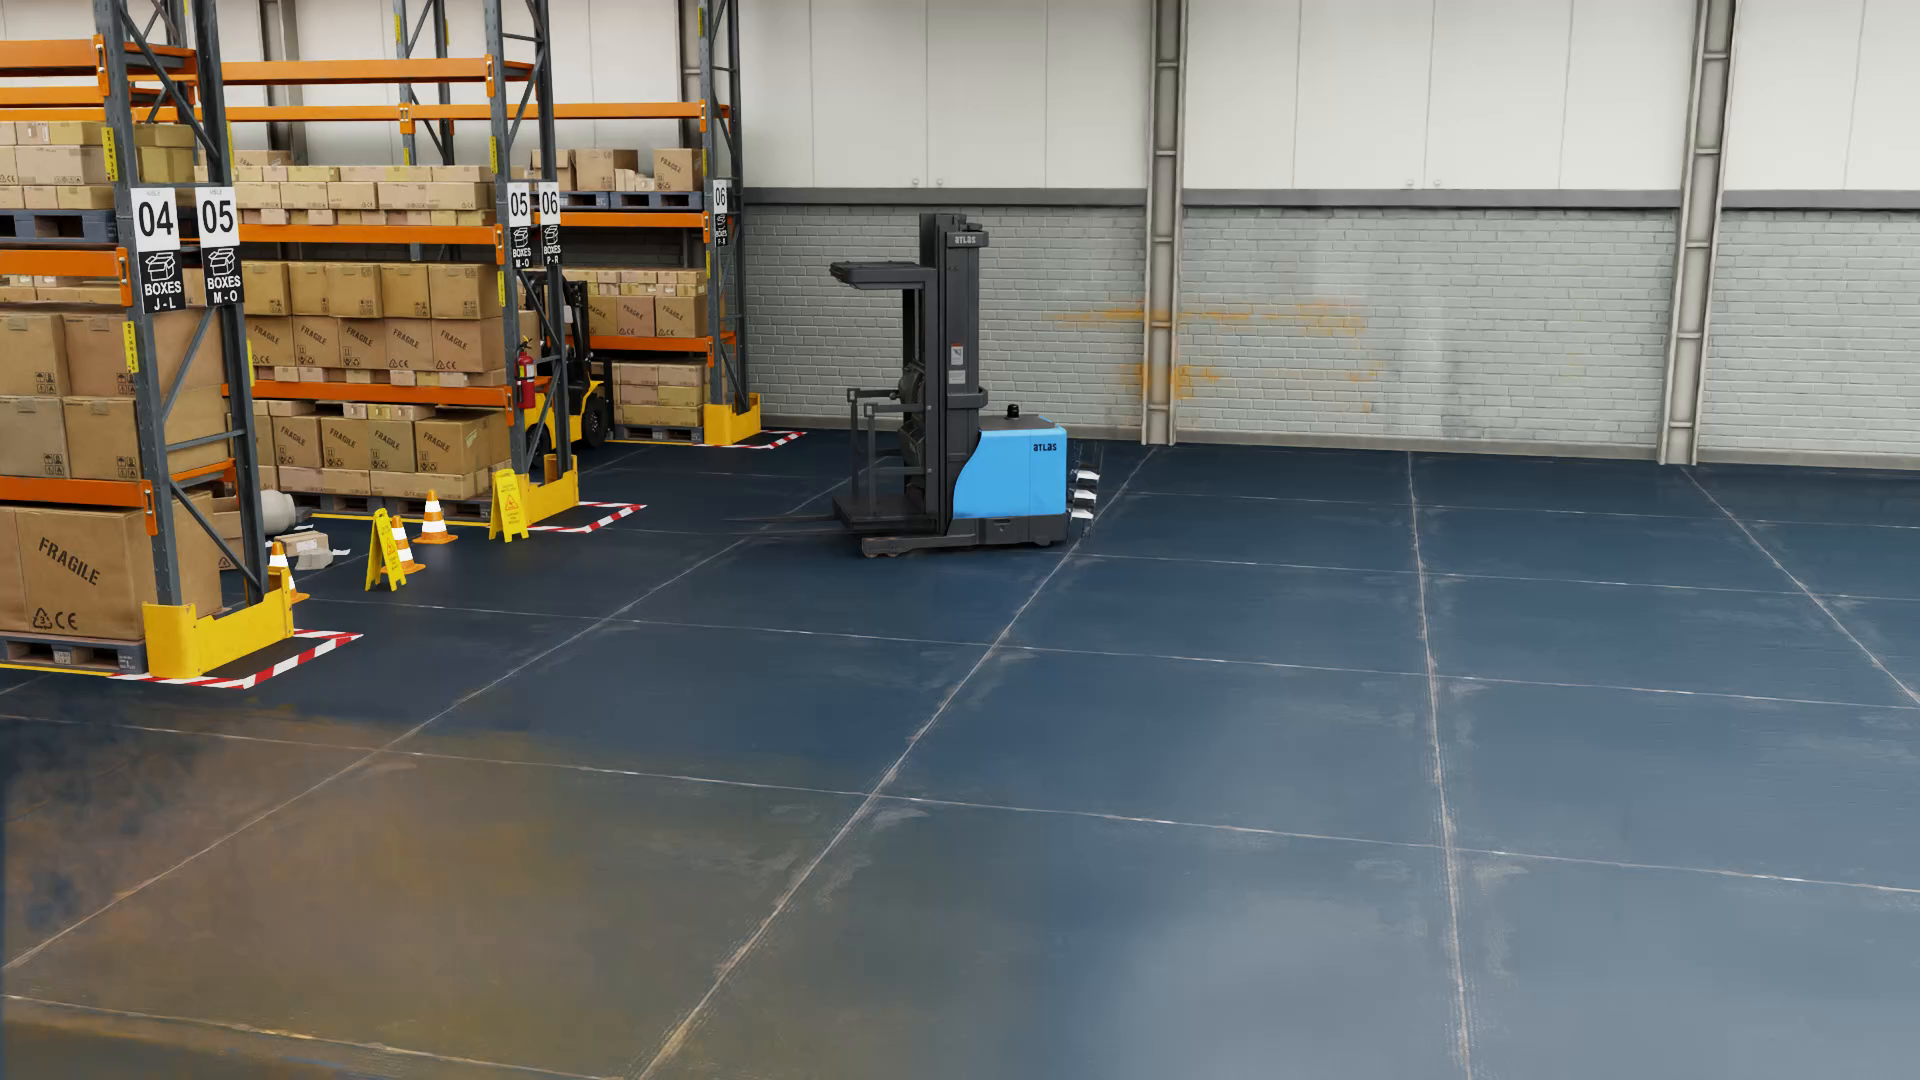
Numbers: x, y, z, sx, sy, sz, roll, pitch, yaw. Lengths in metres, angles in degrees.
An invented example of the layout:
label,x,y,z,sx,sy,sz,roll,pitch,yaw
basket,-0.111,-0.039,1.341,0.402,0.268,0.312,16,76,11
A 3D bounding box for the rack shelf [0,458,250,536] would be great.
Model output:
label,x,y,z,sx,sy,sz,roll,pitch,yaw
rack shelf,-7.110,-0.420,11.863,4.000,0.370,1.077,3,13,14

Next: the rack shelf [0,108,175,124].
label,x,y,z,sx,sy,sz,roll,pitch,yaw
rack shelf,-12.603,-5.659,22.549,4.000,0.370,1.077,3,13,14

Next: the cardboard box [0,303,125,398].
label,x,y,z,sx,sy,sz,roll,pitch,yaw
cardboard box,-6.075,-1.305,11.349,0.550,0.550,0.875,3,13,14

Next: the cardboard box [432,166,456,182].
label,x,y,z,sx,sy,sz,roll,pitch,yaw
cardboard box,-4.720,-3.422,15.545,0.250,0.149,0.380,3,13,15

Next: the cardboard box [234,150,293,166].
label,x,y,z,sx,sy,sz,roll,pitch,yaw
cardboard box,-9.028,-4.798,21.579,0.500,0.500,0.500,3,13,15

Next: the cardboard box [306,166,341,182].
label,x,y,z,sx,sy,sz,roll,pitch,yaw
cardboard box,-5.976,-3.473,15.775,0.250,0.149,0.380,3,13,15

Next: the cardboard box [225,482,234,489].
label,x,y,z,sx,sy,sz,roll,pitch,yaw
cardboard box,-7.455,-0.697,16.827,0.500,0.250,0.500,2,13,11

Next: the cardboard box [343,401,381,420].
label,x,y,z,sx,sy,sz,roll,pitch,yaw
cardboard box,-5.792,-1.279,16.221,0.250,0.149,0.380,4,13,16

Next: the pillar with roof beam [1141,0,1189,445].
label,x,y,z,sx,sy,sz,roll,pitch,yaw
pillar with roof beam,1.439,-4.696,15.622,0.400,9.000,9.100,3,13,14

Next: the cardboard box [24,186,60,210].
label,x,y,z,sx,sy,sz,roll,pitch,yaw
cardboard box,-5.816,-2.222,10.780,0.250,0.149,0.380,3,13,14

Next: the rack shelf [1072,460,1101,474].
label,x,y,z,sx,sy,sz,roll,pitch,yaw
rack shelf,1.135,-0.666,15.026,0.200,0.077,0.258,5,11,-14

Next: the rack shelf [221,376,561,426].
label,x,y,z,sx,sy,sz,roll,pitch,yaw
rack shelf,-6.022,-1.466,16.579,4.000,0.370,1.077,3,13,14

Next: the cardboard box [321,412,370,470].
label,x,y,z,sx,sy,sz,roll,pitch,yaw
cardboard box,-5.916,-0.983,16.388,0.500,0.500,0.500,3,13,12

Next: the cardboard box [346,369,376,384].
label,x,y,z,sx,sy,sz,roll,pitch,yaw
cardboard box,-5.753,-1.617,16.178,0.250,0.149,0.380,3,13,13

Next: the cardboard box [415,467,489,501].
label,x,y,z,sx,sy,sz,roll,pitch,yaw
cardboard box,-4.953,-0.563,16.225,0.500,0.250,0.500,3,13,13

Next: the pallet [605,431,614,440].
label,x,y,z,sx,sy,sz,roll,pitch,yaw
pallet,-4.828,-1.491,21.467,1.213,0.211,1.003,3,13,14

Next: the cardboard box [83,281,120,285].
label,x,y,z,sx,sy,sz,roll,pitch,yaw
cardboard box,-8.836,-2.431,17.378,0.500,0.500,0.500,3,13,14

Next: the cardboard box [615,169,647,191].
label,x,y,z,sx,sy,sz,roll,pitch,yaw
cardboard box,-4.018,-4.403,20.337,0.258,0.266,0.396,3,13,14

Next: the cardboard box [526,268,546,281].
label,x,y,z,sx,sy,sz,roll,pitch,yaw
cardboard box,-5.270,-3.347,20.979,0.250,0.149,0.380,3,13,13

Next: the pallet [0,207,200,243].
label,x,y,z,sx,sy,sz,roll,pitch,yaw
pallet,-5.891,-2.125,11.166,1.213,0.211,1.003,3,13,14

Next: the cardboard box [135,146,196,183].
label,x,y,z,sx,sy,sz,roll,pitch,yaw
cardboard box,-5.575,-2.537,11.276,0.500,0.250,0.500,3,13,13

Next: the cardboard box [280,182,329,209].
label,x,y,z,sx,sy,sz,roll,pitch,yaw
cardboard box,-6.125,-3.298,15.908,0.500,0.250,0.500,3,13,14

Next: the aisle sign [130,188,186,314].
label,x,y,z,sx,sy,sz,roll,pitch,yaw
aisle sign,-5.171,-1.870,10.735,0.004,0.787,0.394,3,13,14

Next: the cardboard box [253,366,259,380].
label,x,y,z,sx,sy,sz,roll,pitch,yaw
cardboard box,-6.980,-1.685,16.484,0.250,0.149,0.380,3,13,15

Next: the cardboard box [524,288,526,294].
label,x,y,z,sx,sy,sz,roll,pitch,yaw
cardboard box,-5.296,-3.186,20.942,0.250,0.149,0.380,3,13,12

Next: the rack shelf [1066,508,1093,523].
label,x,y,z,sx,sy,sz,roll,pitch,yaw
rack shelf,1.075,-0.228,15.110,0.200,0.077,0.258,5,11,-14

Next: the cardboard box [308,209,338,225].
label,x,y,z,sx,sy,sz,roll,pitch,yaw
cardboard box,-5.995,-3.086,15.870,0.250,0.149,0.380,3,13,13

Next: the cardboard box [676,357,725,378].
label,x,y,z,sx,sy,sz,roll,pitch,yaw
cardboard box,-3.316,-2.173,21.174,0.500,0.250,0.500,3,13,13

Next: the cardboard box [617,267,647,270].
label,x,y,z,sx,sy,sz,roll,pitch,yaw
cardboard box,-4.174,-3.387,21.158,0.250,0.149,0.380,3,13,15

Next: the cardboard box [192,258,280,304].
label,x,y,z,sx,sy,sz,roll,pitch,yaw
cardboard box,-7.098,-2.504,16.368,0.500,0.500,0.700,3,13,14

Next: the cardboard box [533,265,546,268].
label,x,y,z,sx,sy,sz,roll,pitch,yaw
cardboard box,-5.397,-3.473,21.546,0.250,0.149,0.380,3,13,13

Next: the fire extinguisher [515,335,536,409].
label,x,y,z,sx,sy,sz,roll,pitch,yaw
fire extinguisher,-4.079,-1.573,15.578,0.183,0.674,0.296,3,13,14

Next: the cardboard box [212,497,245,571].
label,x,y,z,sx,sy,sz,roll,pitch,yaw
cardboard box,-6.392,-0.054,14.314,0.637,0.503,0.797,-6,14,-25

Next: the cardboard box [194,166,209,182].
label,x,y,z,sx,sy,sz,roll,pitch,yaw
cardboard box,-7.222,-3.544,16.098,0.250,0.149,0.380,3,13,12

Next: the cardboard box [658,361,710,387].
label,x,y,z,sx,sy,sz,roll,pitch,yaw
cardboard box,-3.416,-2.067,20.695,0.500,0.250,0.500,4,13,15

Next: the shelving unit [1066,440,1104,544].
label,x,y,z,sx,sy,sz,roll,pitch,yaw
shelving unit,1.103,-0.435,15.070,0.210,0.900,0.258,5,11,-14

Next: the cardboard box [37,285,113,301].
label,x,y,z,sx,sy,sz,roll,pitch,yaw
cardboard box,-8.949,-2.322,16.885,0.500,0.500,0.500,3,13,14

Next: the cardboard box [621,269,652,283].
label,x,y,z,sx,sy,sz,roll,pitch,yaw
cardboard box,-4.024,-3.285,20.702,0.250,0.149,0.380,3,13,14

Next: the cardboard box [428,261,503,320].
label,x,y,z,sx,sy,sz,roll,pitch,yaw
cardboard box,-4.628,-2.377,15.794,0.500,0.500,0.700,3,13,12

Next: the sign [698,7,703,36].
label,x,y,z,sx,sy,sz,roll,pitch,yaw
sign,-3.038,-6.068,19.468,0.005,0.325,0.100,3,13,14

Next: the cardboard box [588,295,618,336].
label,x,y,z,sx,sy,sz,roll,pitch,yaw
cardboard box,-4.434,-2.832,20.843,0.500,0.500,0.500,3,13,12

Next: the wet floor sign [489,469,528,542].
label,x,y,z,sx,sy,sz,roll,pitch,yaw
wet floor sign,-4.152,-0.330,15.229,0.232,0.644,0.267,8,15,33

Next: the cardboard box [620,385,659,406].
label,x,y,z,sx,sy,sz,roll,pitch,yaw
cardboard box,-3.926,-1.852,20.882,0.500,0.250,0.500,3,13,13

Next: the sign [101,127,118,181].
label,x,y,z,sx,sy,sz,roll,pitch,yaw
sign,-5.311,-2.412,10.394,0.005,0.325,0.100,3,13,14

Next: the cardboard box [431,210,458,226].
label,x,y,z,sx,sy,sz,roll,pitch,yaw
cardboard box,-4.743,-3.021,15.581,0.250,0.149,0.380,3,13,14

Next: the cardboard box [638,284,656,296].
label,x,y,z,sx,sy,sz,roll,pitch,yaw
cardboard box,-3.791,-3.116,20.623,0.250,0.149,0.380,3,13,15

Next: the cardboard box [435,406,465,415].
label,x,y,z,sx,sy,sz,roll,pitch,yaw
cardboard box,-5.329,-1.070,16.778,0.500,0.500,0.500,3,13,11

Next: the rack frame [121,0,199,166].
label,x,y,z,sx,sy,sz,roll,pitch,yaw
rack frame,-7.964,-4.850,16.319,0.127,3.000,1.000,3,13,14

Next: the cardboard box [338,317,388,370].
label,x,y,z,sx,sy,sz,roll,pitch,yaw
cardboard box,-5.643,-1.932,16.097,0.500,0.500,0.500,3,13,13

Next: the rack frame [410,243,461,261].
label,x,y,z,sx,sy,sz,roll,pitch,yaw
rack frame,-6.778,-2.965,21.674,0.127,3.000,1.000,3,13,14

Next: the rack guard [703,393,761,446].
label,x,y,z,sx,sy,sz,roll,pitch,yaw
rack guard,-2.871,-1.536,21.004,0.348,0.500,1.175,3,13,14

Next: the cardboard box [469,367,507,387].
label,x,y,z,sx,sy,sz,roll,pitch,yaw
cardboard box,-4.494,-1.566,15.945,0.250,0.149,0.380,4,13,15

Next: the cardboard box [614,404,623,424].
label,x,y,z,sx,sy,sz,roll,pitch,yaw
cardboard box,-4.390,-1.634,21.052,0.500,0.250,0.500,3,13,14

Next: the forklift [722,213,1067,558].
label,x,y,z,sx,sy,sz,roll,pitch,yaw
forklift,-0.610,-1.403,14.788,3.031,2.935,1.130,-3,13,-12
